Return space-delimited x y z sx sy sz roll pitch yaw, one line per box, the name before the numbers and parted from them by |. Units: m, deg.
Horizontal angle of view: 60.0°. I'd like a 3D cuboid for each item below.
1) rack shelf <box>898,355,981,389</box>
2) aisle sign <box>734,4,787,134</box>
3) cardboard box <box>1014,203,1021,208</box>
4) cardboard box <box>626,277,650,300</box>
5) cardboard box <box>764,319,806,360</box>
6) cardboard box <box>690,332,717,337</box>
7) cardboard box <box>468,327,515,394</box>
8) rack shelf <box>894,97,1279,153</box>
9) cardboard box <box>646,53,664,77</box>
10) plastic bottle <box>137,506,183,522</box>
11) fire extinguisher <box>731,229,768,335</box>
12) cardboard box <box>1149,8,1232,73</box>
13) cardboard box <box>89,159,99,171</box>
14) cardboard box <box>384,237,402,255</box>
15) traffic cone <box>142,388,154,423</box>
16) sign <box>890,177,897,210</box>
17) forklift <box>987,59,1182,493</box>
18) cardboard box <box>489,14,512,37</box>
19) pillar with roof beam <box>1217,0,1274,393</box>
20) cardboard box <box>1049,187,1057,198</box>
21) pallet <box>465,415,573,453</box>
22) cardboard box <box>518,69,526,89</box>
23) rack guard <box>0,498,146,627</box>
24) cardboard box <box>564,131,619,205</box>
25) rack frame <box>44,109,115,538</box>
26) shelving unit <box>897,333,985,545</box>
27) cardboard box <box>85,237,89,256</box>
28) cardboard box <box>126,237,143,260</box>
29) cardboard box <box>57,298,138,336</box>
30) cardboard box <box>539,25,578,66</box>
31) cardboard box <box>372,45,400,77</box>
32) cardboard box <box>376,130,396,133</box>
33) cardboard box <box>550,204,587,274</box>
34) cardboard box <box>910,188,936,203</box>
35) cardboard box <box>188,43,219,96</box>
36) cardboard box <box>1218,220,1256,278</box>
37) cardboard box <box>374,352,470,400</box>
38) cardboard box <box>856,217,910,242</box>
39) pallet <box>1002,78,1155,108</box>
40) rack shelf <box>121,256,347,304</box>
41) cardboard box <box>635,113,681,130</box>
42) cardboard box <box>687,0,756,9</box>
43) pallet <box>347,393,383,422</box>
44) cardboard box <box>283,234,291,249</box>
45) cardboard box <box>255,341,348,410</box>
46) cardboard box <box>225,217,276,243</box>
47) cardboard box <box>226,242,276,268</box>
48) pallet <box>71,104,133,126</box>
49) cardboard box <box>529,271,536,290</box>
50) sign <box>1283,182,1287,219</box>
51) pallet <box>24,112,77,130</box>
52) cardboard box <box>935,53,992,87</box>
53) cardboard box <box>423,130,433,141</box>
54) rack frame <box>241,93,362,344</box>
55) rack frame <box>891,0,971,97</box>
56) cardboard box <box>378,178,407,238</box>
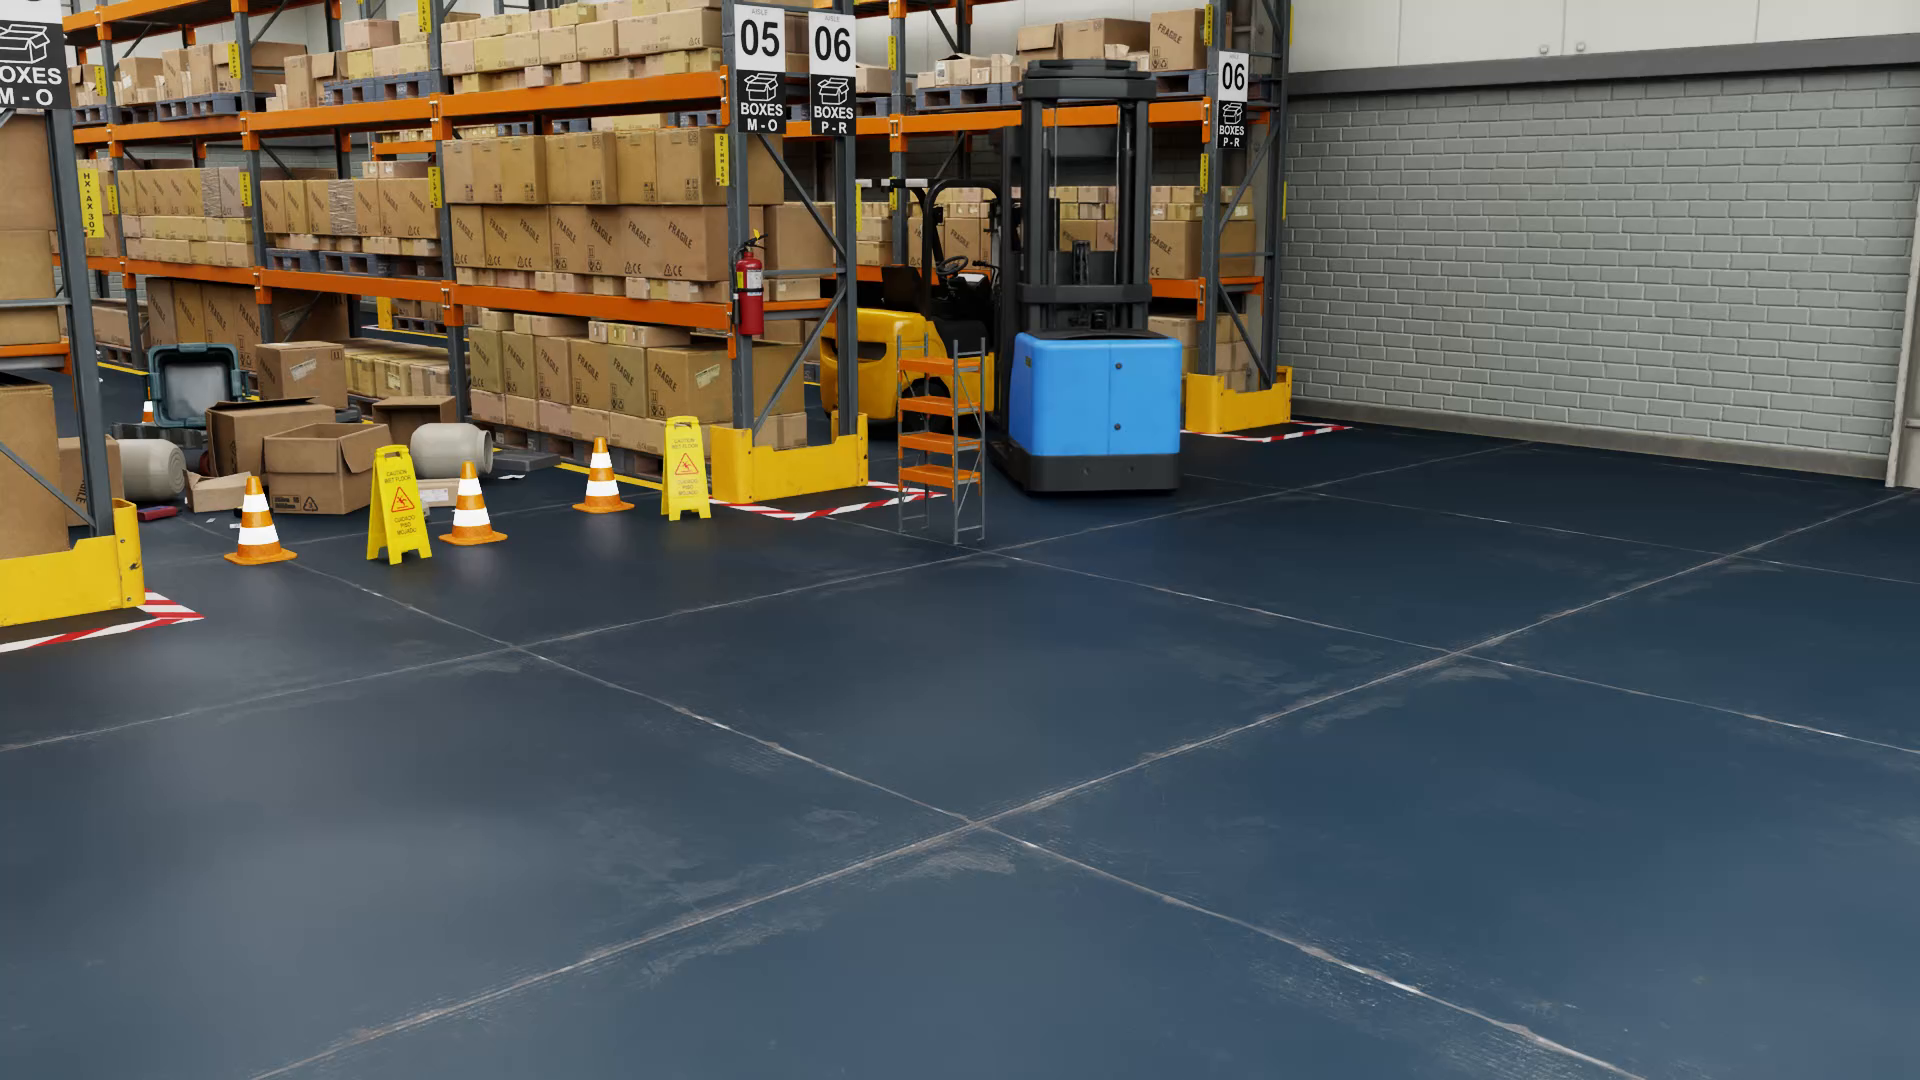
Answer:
rack shelf | -0.114 -0.997 9.828 0.258 0.148 0.480 -11 16 -43
aisle sign | -1.282 -3.023 10.706 0.394 0.787 0.004 -11 16 -43
cardboard box | 0.603 -3.167 15.997 0.250 0.149 0.380 11 16 43
cardboard box | -2.145 -1.796 11.817 0.380 0.149 0.250 -11 16 -42
cardboard box | -1.710 -2.416 19.047 0.625 0.625 0.875 11 16 43
cardboard box | -2.194 -1.335 12.871 0.500 0.500 0.500 -10 16 -41
cardboard box | -3.666 -1.485 13.601 0.500 0.500 0.500 -10 15 -40
rack shelf | 1.091 -3.900 15.755 1.077 0.370 4.000 -11 16 -43
cardboard box | -1.919 -3.233 11.360 0.380 0.149 0.250 -10 15 -41
plastic bottle | -5.115 -0.174 10.606 0.133 0.061 0.283 6 13 26
fire extinguisher | -1.370 -1.680 10.824 0.296 0.674 0.183 -11 16 -43
cardboard box | 1.990 -4.294 14.352 0.500 0.500 0.500 -10 15 -41
cardboard box | -10.302 -4.533 20.146 0.380 0.149 0.250 -11 16 -43
cardboard box | -4.806 -2.575 14.560 0.380 0.149 0.250 -11 16 -43
traffic cone | -6.670 -1.029 13.759 0.336 0.463 0.334 -11 16 -43
sign | -0.676 -3.526 16.919 0.100 0.325 0.005 -11 16 -43
forklift | 0.806 -2.001 12.359 1.130 2.935 3.031 -1 12 -7
cardboard box | -3.358 -3.912 12.679 0.380 0.149 0.250 -11 16 -43
pillar with roof beam | -0.470 -5.057 12.154 9.100 9.000 0.400 -11 16 -43
cardboard box | 1.009 -3.249 15.657 0.380 0.149 0.250 -11 16 -42
pallet | -3.388 -0.924 13.872 1.003 0.211 1.213 -11 16 -43
cardboard box | -3.128 -3.500 12.653 0.250 0.149 0.380 11 16 43
rack guard | -4.609 0.134 8.024 1.175 0.500 0.348 -11 16 -43
cardboard box | -2.397 -2.662 11.937 0.700 0.500 0.500 -11 16 -43
rack frame | -4.626 -1.094 7.789 1.000 3.000 0.127 -11 16 -43
shelving unit | -0.114 -0.612 9.908 0.258 1.200 0.503 -11 16 -43
cardboard box | -10.625 -3.777 20.562 0.500 0.500 0.500 -11 16 -43
cardboard box | -9.289 -3.376 19.234 0.500 0.250 0.500 11 16 44
cardboard box | -11.637 -3.002 22.359 0.875 0.438 0.875 11 16 43
cardboard box | -2.722 -3.599 12.149 0.500 0.250 0.500 -11 16 -42
cardboard box | -4.732 -4.123 14.390 0.500 0.250 0.500 -11 16 -42
cardboard box | -8.468 -6.265 25.086 0.500 0.250 0.500 -11 16 -43
cardboard box | -2.711 -2.258 12.453 0.500 0.500 0.500 -11 16 -42
cardboard box | -0.285 -3.499 16.870 0.380 0.149 0.250 -10 16 -41
cardboard box | -7.461 -4.808 17.093 0.500 0.500 0.700 11 16 42
cardboard box | 2.331 -2.651 15.097 0.500 0.500 0.500 -10 15 -41
cardboard box | -4.741 -1.482 15.142 0.950 0.372 0.625 -10 15 -39
cardboard box | -0.814 -3.282 17.542 0.500 0.250 0.500 -11 16 -44
pallet | 1.156 -4.202 15.658 1.003 0.211 1.213 -11 16 -43
rack shelf | -8.021 -2.906 18.365 1.077 0.370 4.000 -11 16 -43
cardboard box | -3.583 -5.095 20.147 0.500 0.250 0.500 11 16 43
cardboard box | -1.562 -3.544 10.891 0.380 0.149 0.250 -11 16 -42
pallet | -5.263 -1.308 15.738 1.003 0.211 1.213 -11 16 -43
cardboard box | -6.379 -2.930 16.280 0.250 0.149 0.380 11 16 42
cardboard box | -5.144 -1.277 12.993 0.500 0.500 0.500 -11 16 -43
cardboard box | -7.158 -3.173 17.011 0.500 0.250 0.500 -11 16 -43
cardboard box | -7.177 -2.930 17.073 0.500 0.250 0.500 11 16 43
pallet | -9.960 -5.097 20.002 1.003 0.211 1.213 -11 16 -43
cardboard box | -3.122 -2.029 12.949 0.380 0.149 0.250 -11 16 -43
sign | 2.878 -3.030 14.844 0.100 0.325 0.005 -11 16 -43
pallet | -11.645 -5.453 21.730 1.003 0.211 1.213 -11 16 -43
cardboard box | 0.108 -4.600 16.302 0.500 0.311 0.500 -10 16 -41
cardboard box | -7.537 -5.856 24.090 0.380 0.149 0.250 -11 16 -42
rack frame | -6.640 -2.966 16.876 1.000 3.000 0.127 -11 16 -43
rack frame | -0.290 -6.013 16.797 1.000 3.000 0.127 -11 16 -43
cardboard box | -4.706 -2.890 14.482 0.500 0.500 0.500 -11 16 -42
